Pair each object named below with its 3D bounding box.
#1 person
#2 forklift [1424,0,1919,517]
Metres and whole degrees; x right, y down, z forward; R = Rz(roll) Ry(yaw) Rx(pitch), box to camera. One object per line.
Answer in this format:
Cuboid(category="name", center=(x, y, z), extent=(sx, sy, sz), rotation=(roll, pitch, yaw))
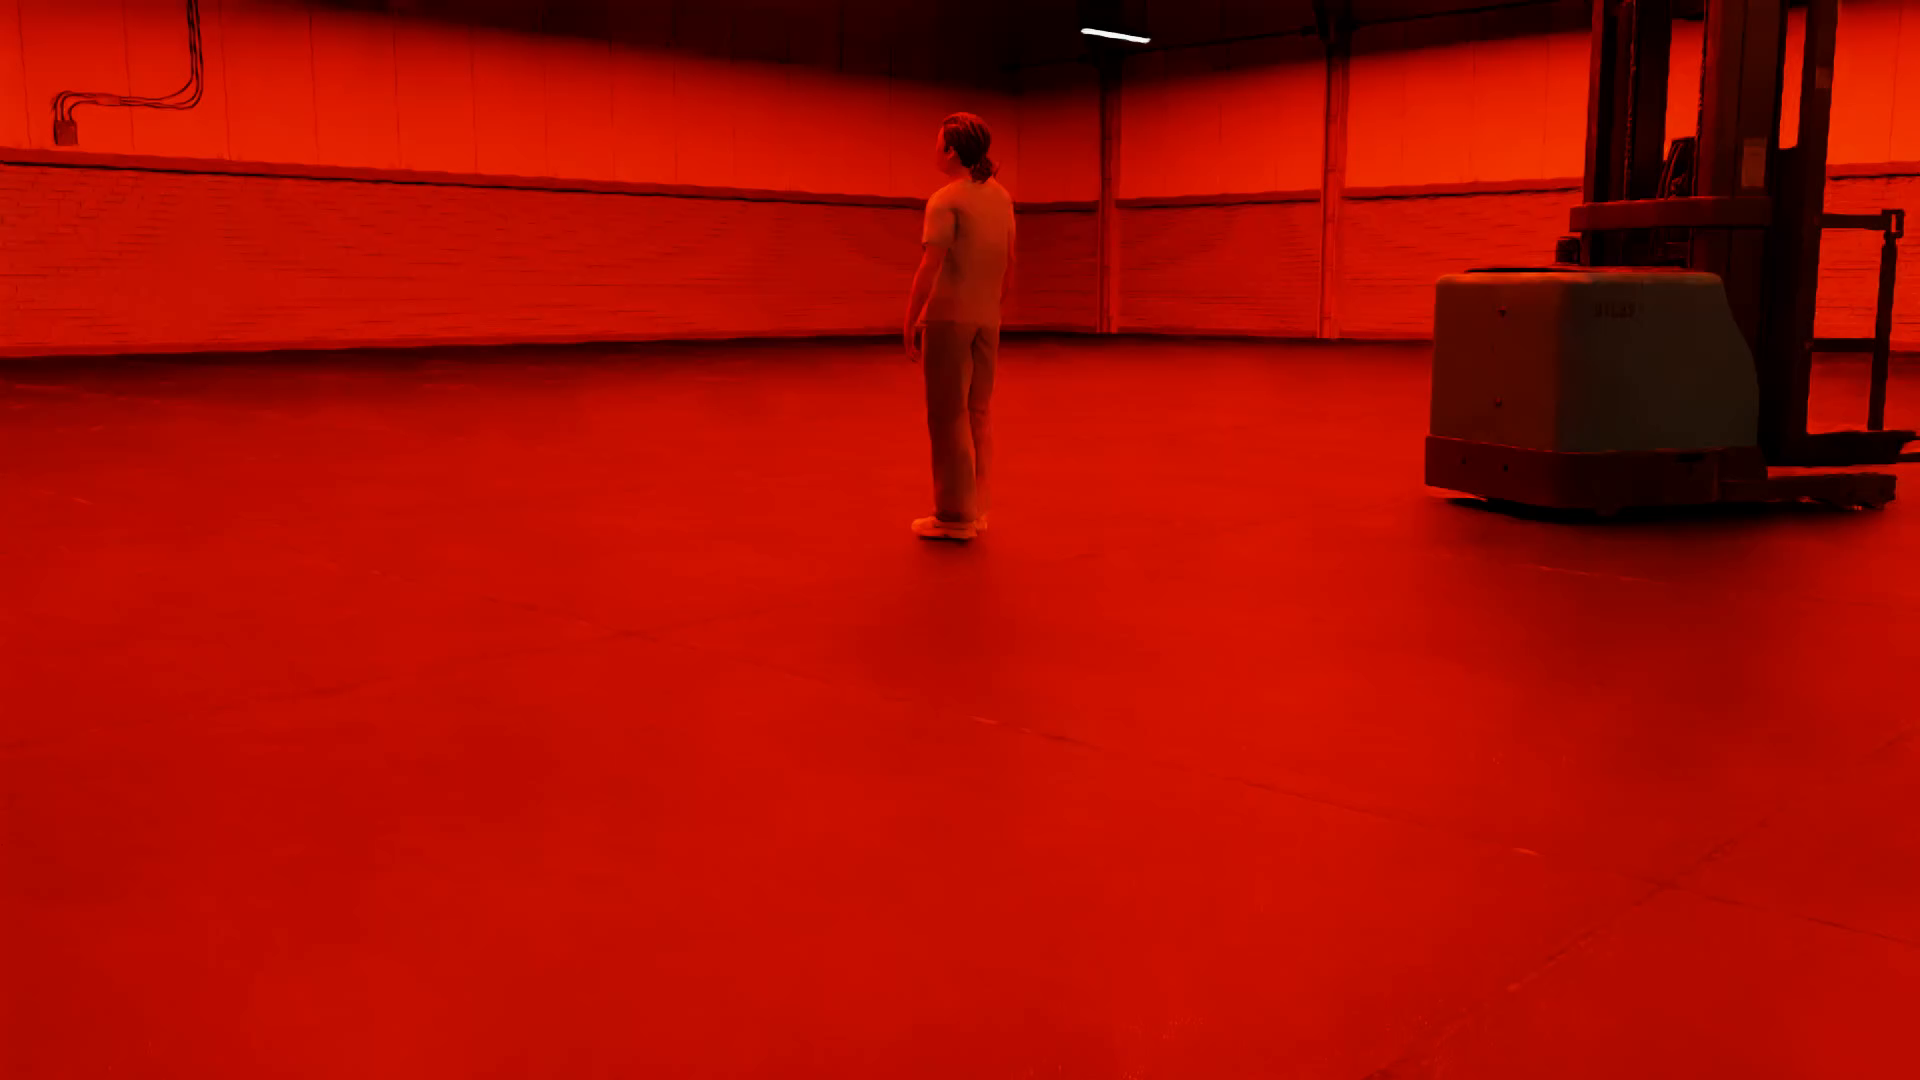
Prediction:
Cuboid(category="person", center=(-0.044, -0.845, 6.652), extent=(0.548, 1.674, 0.550), rotation=(8, 12, 43))
Cuboid(category="forklift", center=(3.807, -1.658, 7.883), extent=(3.031, 2.935, 1.130), rotation=(-3, 9, -20))
